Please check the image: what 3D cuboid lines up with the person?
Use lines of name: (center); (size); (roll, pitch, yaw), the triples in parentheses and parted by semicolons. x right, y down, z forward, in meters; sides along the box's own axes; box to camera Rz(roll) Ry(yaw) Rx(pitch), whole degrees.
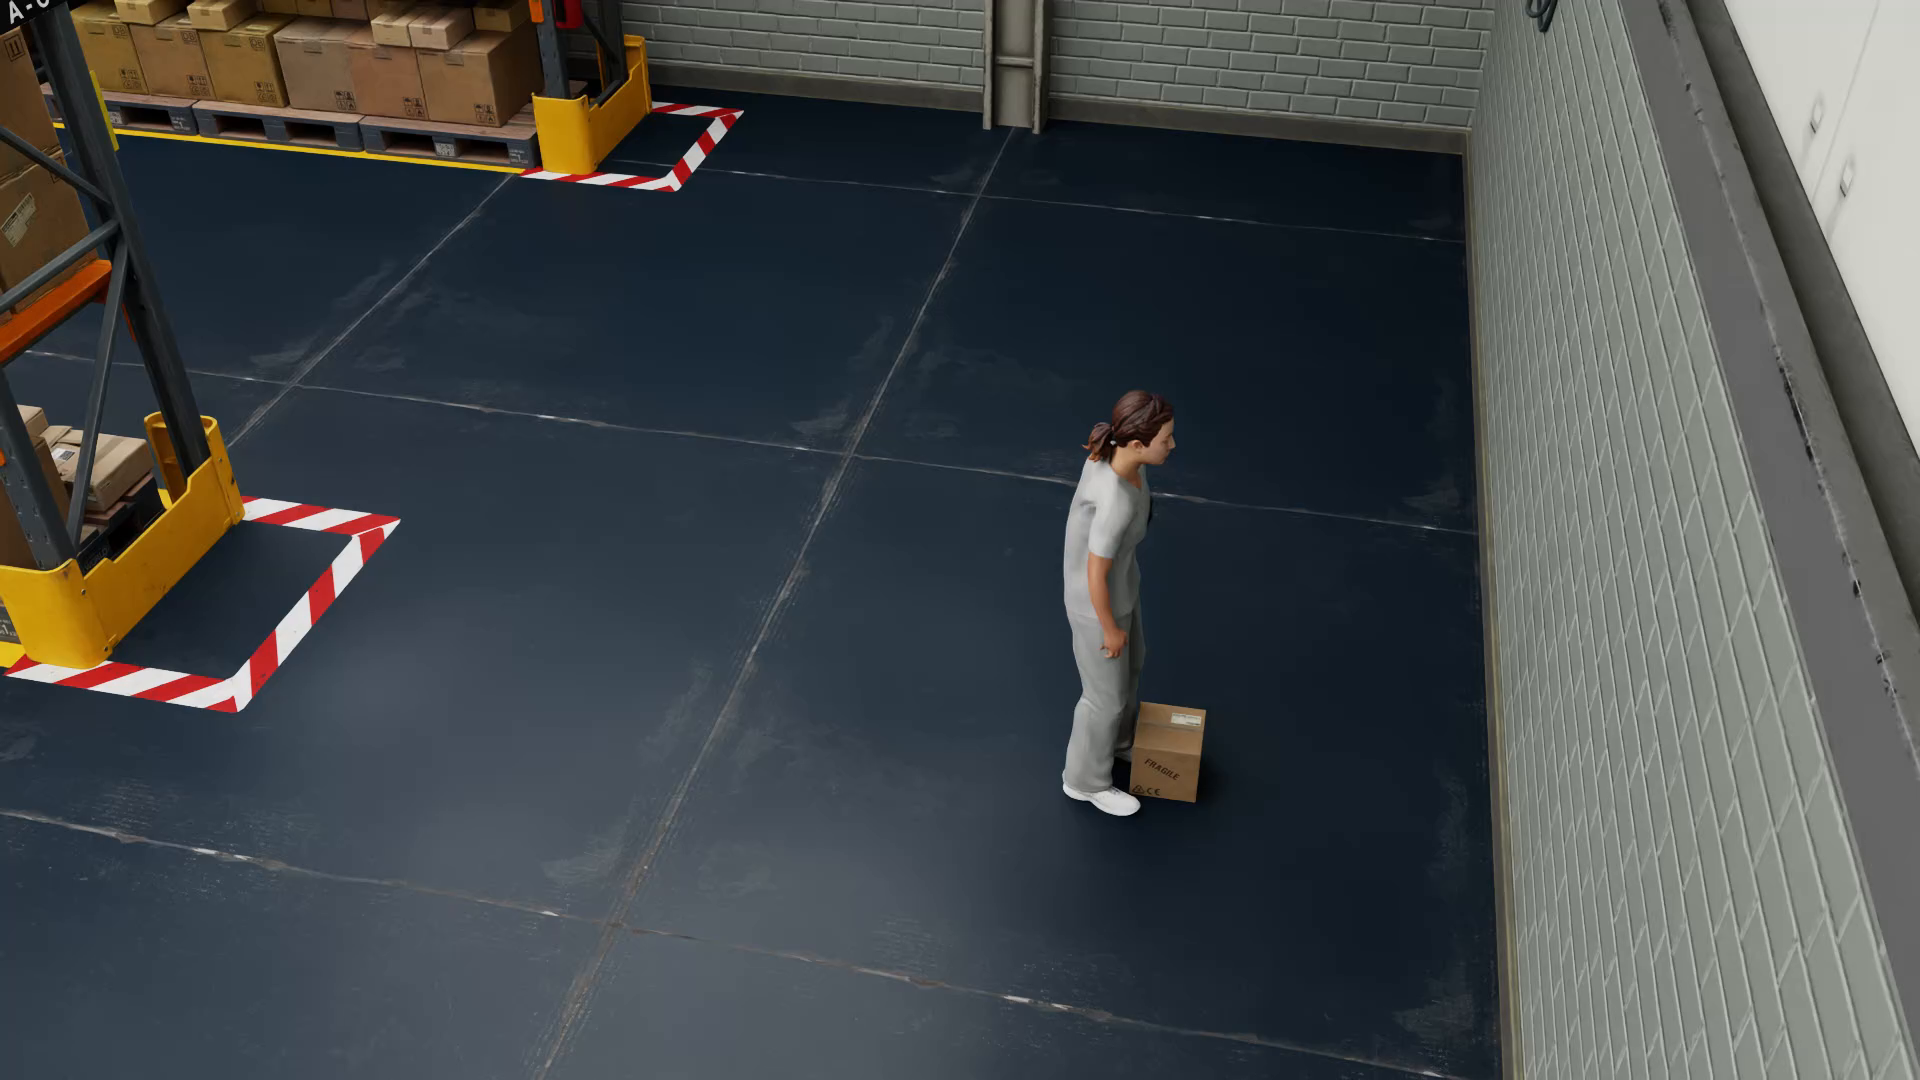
person: (0.565, 0.206, 5.873); (0.404, 1.673, 0.490); (7, 37, 10)
